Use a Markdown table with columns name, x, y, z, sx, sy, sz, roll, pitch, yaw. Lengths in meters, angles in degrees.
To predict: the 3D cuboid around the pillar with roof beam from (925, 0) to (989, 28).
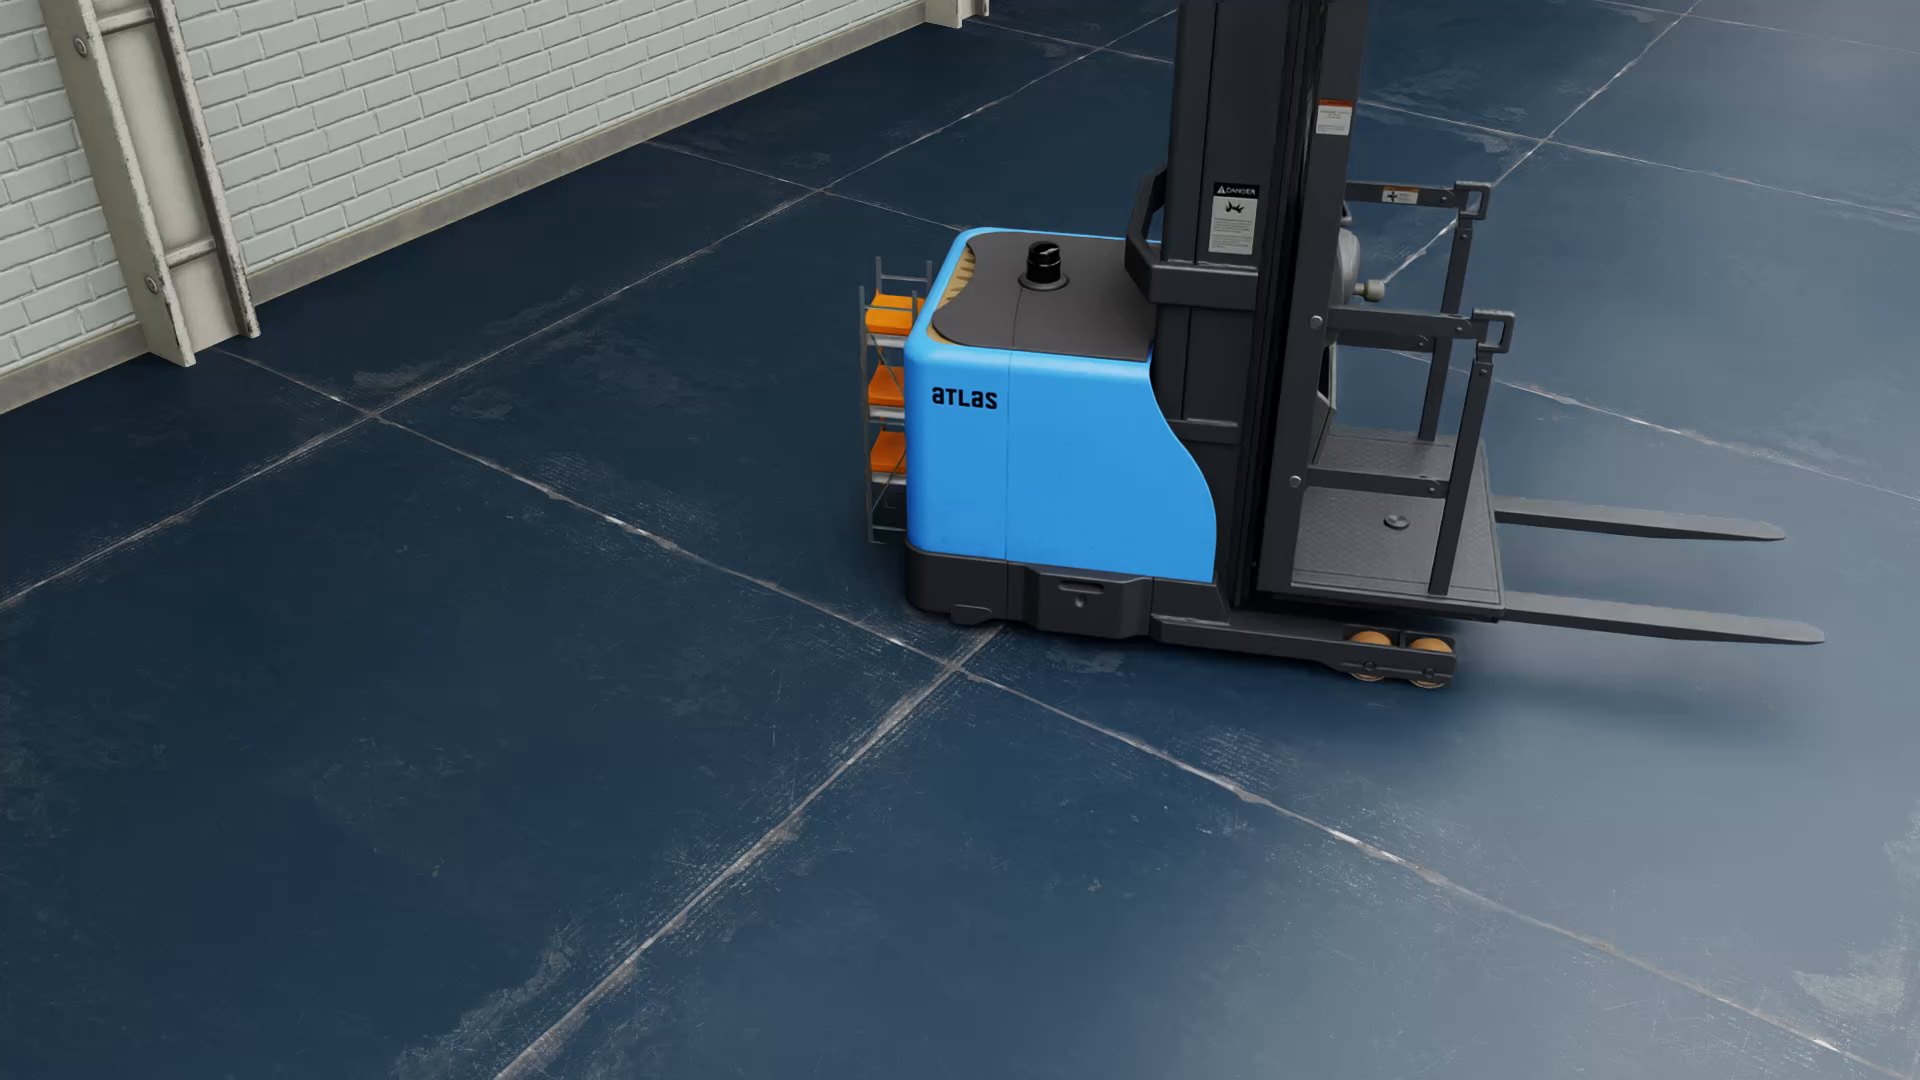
| name | x | y | z | sx | sy | sz | roll | pitch | yaw |
| --- | --- | --- | --- | --- | --- | --- | --- | --- | --- |
| pillar with roof beam | 3.506 | -6.020 | 7.118 | 9.100 | 9.000 | 0.400 | 21 | 39 | 28 |

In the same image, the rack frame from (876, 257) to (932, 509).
| name | x | y | z | sx | sy | sz | roll | pitch | yaw |
| --- | --- | --- | --- | --- | --- | --- | --- | --- | --- |
| rack frame | -0.198 | -0.550 | 6.126 | 0.200 | 1.050 | 0.008 | 6 | 35 | 9 |

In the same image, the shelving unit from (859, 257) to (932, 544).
| name | x | y | z | sx | sy | sz | roll | pitch | yaw |
| --- | --- | --- | --- | --- | --- | --- | --- | --- | --- |
| shelving unit | -0.221 | -0.483 | 6.027 | 0.215 | 1.050 | 0.252 | 6 | 35 | 9 |

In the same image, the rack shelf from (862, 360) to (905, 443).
| name | x | y | z | sx | sy | sz | roll | pitch | yaw |
| --- | --- | --- | --- | --- | --- | --- | --- | --- | --- |
| rack shelf | -0.221 | -0.474 | 6.033 | 0.215 | 0.259 | 0.240 | 6 | 35 | 9 |

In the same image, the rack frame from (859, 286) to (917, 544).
| name | x | y | z | sx | sy | sz | roll | pitch | yaw |
| --- | --- | --- | --- | --- | --- | --- | --- | --- | --- |
| rack frame | -0.244 | -0.416 | 5.927 | 0.200 | 1.050 | 0.008 | 6 | 35 | 9 |

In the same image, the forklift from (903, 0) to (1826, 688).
| name | x | y | z | sx | sy | sz | roll | pitch | yaw |
| --- | --- | --- | --- | --- | --- | --- | --- | --- | --- |
| forklift | 1.374 | -1.047 | 5.182 | 3.031 | 2.935 | 1.130 | 6 | 35 | 9 |

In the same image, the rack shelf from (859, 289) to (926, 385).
| name | x | y | z | sx | sy | sz | roll | pitch | yaw |
| --- | --- | --- | --- | --- | --- | --- | --- | --- | --- |
| rack shelf | -0.221 | -0.709 | 5.874 | 0.215 | 0.259 | 0.240 | 6 | 35 | 9 |

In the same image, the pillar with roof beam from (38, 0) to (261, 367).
| name | x | y | z | sx | sy | sz | roll | pitch | yaw |
| --- | --- | --- | --- | --- | --- | --- | --- | --- | --- |
| pillar with roof beam | 0.085 | -3.258 | 3.035 | 9.100 | 9.000 | 0.400 | 21 | 39 | 28 |

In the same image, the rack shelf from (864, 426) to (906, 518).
| name | x | y | z | sx | sy | sz | roll | pitch | yaw |
| --- | --- | --- | --- | --- | --- | --- | --- | --- | --- |
| rack shelf | -0.221 | -0.244 | 6.188 | 0.215 | 0.259 | 0.240 | 6 | 35 | 9 |
